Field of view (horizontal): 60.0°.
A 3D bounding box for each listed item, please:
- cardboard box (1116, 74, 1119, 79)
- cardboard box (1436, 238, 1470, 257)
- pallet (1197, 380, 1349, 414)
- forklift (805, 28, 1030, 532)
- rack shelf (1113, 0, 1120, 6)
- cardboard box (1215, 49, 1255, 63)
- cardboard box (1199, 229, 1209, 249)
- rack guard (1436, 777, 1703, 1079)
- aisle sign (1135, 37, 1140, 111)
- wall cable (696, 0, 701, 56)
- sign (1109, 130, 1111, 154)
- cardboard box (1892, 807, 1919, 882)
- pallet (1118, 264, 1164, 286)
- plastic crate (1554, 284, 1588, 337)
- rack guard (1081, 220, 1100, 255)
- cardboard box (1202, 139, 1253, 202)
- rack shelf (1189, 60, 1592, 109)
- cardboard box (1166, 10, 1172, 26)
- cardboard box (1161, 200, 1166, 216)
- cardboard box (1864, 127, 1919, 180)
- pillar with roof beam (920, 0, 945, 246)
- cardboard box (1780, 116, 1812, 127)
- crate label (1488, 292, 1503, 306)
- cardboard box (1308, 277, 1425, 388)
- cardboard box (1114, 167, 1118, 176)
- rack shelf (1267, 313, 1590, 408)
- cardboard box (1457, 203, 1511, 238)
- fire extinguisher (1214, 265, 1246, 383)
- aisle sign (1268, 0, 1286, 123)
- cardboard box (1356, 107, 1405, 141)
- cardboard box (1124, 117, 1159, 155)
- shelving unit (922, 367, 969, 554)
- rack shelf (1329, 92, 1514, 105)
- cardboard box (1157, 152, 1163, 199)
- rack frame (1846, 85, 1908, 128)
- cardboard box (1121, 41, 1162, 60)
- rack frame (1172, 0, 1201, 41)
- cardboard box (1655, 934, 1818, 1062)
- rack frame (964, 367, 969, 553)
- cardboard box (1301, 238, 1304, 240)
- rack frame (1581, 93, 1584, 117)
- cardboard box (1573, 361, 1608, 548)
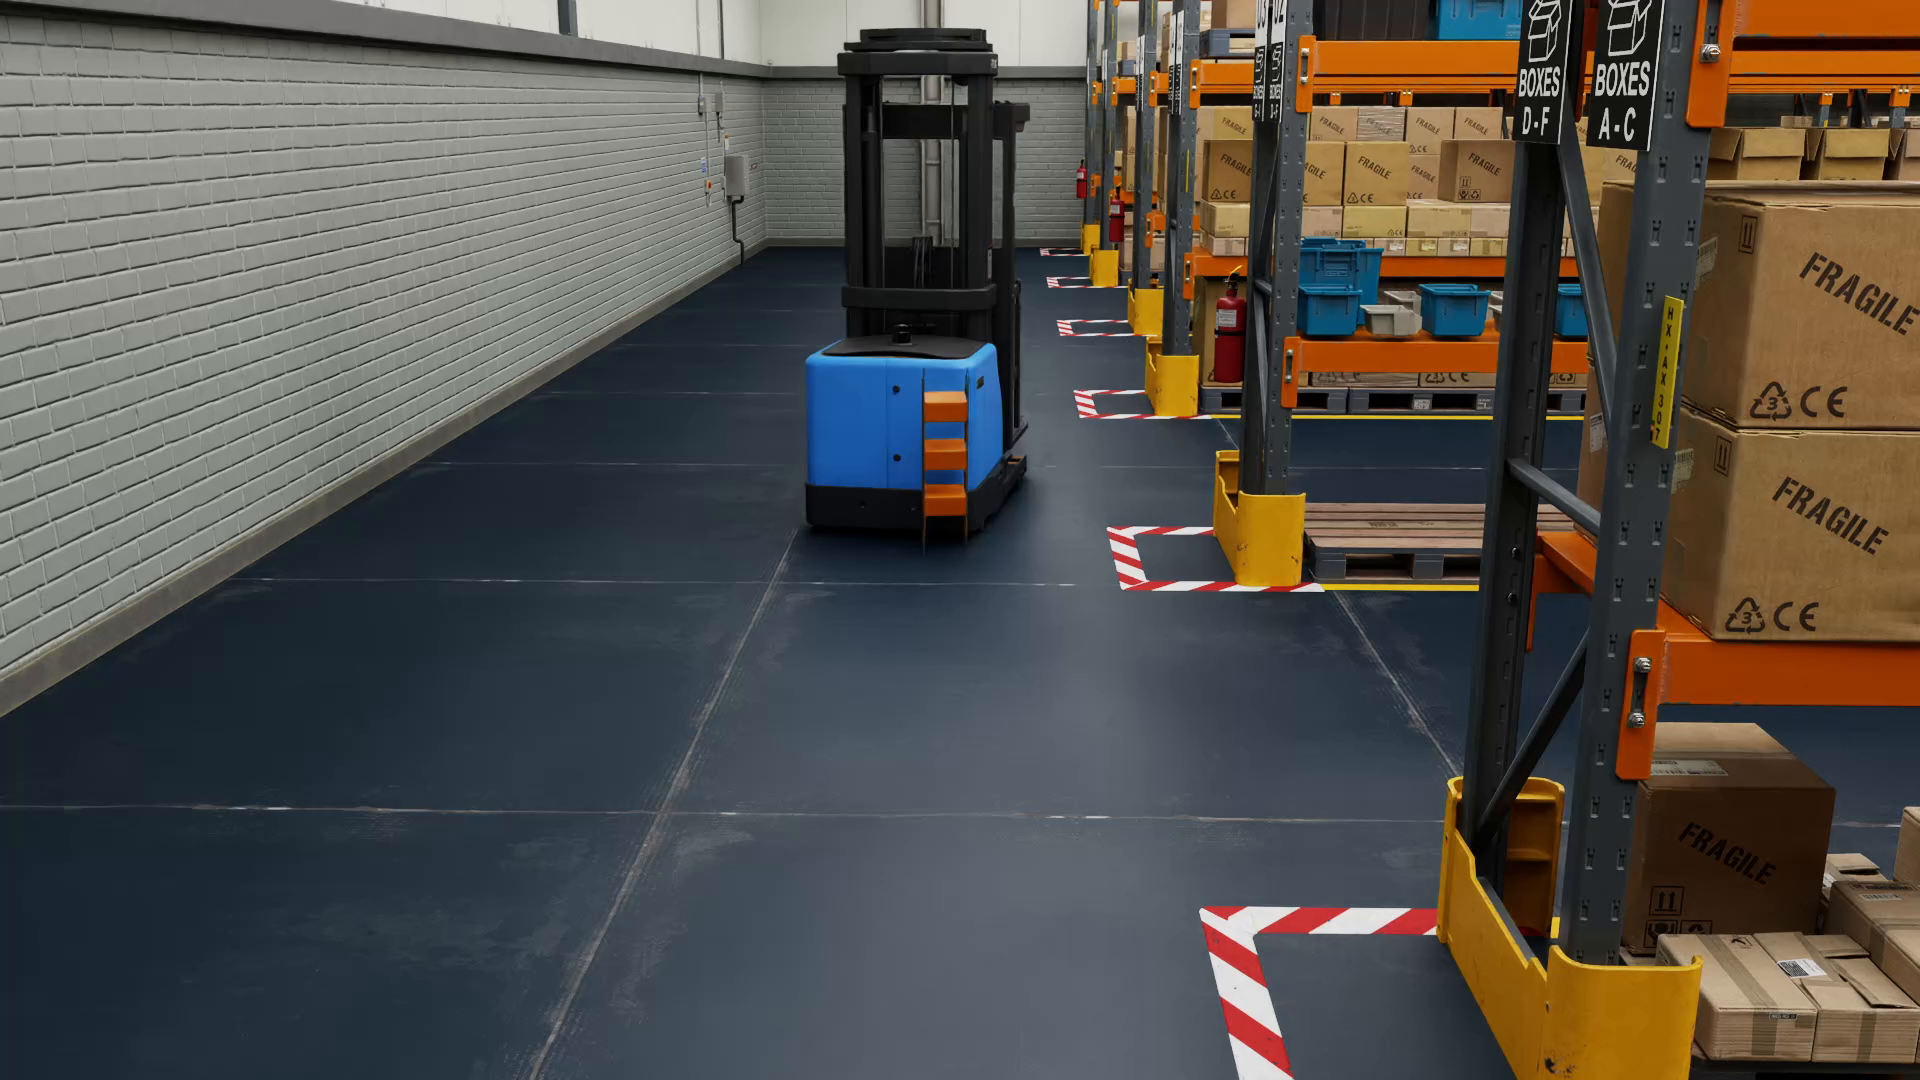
[{"bbox_3d":[2.513,-7.676,27.666,0.250,0.149,0.380,1,15,3],"label":"cardboard box"},{"bbox_3d":[3.971,-2.396,13.535,0.250,0.149,0.380,1,15,2],"label":"cardboard box"},{"bbox_3d":[2.626,-1.282,14.284,1.213,0.211,1.003,0,15,1],"label":"pallet"},{"bbox_3d":[-0.149,-1.794,10.895,1.130,2.935,3.031,3,15,10],"label":"forklift"},{"bbox_3d":[4.077,-7.489,22.780,4.000,0.370,1.077,0,15,1],"label":"rack shelf"},{"bbox_3d":[3.021,-5.185,18.025,0.500,0.250,0.500,1,15,3],"label":"cardboard box"},{"bbox_3d":[2.189,-2.575,14.214,0.250,0.149,0.380,1,15,2],"label":"cardboard box"},{"bbox_3d":[1.644,1.120,4.614,0.348,0.500,1.175,0,15,1],"label":"rack guard"},{"bbox_3d":[1.987,-5.213,18.625,0.004,0.787,0.394,0,15,1],"label":"aisle sign"},{"bbox_3d":[-3.616,-8.008,22.554,0.029,3.000,0.463,0,15,1],"label":"wall cable"},{"bbox_3d":[2.058,-5.458,22.795,0.005,0.325,0.100,0,15,1],"label":"sign"},{"bbox_3d":[3.067,0.982,4.764,0.500,0.250,0.500,0,15,1],"label":"cardboard box"},{"bbox_3d":[2.879,-3.809,23.863,1.213,0.211,1.003,0,15,1],"label":"pallet"},{"bbox_3d":[3.253,-1.206,8.742,0.300,0.233,0.416,0,15,1],"label":"plastic crate"},{"bbox_3d":[2.277,-5.199,28.566,0.348,0.500,1.175,0,15,1],"label":"rack guard"},{"bbox_3d":[2.318,-3.113,14.000,0.500,0.500,0.500,1,15,2],"label":"cardboard box"},{"bbox_3d":[3.824,-3.705,13.532,4.000,0.370,1.077,0,15,1],"label":"rack shelf"},{"bbox_3d":[2.370,-5.632,17.958,0.250,0.149,0.380,0,15,1],"label":"cardboard box"},{"bbox_3d":[2.368,-3.672,18.372,0.250,0.149,0.380,0,15,1],"label":"cardboard box"},{"bbox_3d":[7.770,-3.113,13.597,0.637,0.503,0.797,1,15,3],"label":"cardboard box"},{"bbox_3d":[-0.582,-8.459,24.261,0.400,9.000,9.100,0,15,1],"label":"pillar with roof beam"},{"bbox_3d":[11.718,-5.861,23.299,0.250,0.149,0.380,0,15,-1],"label":"cardboard box"},{"bbox_3d":[3.086,-1.293,9.261,0.243,0.136,0.396,0,15,1],"label":"crate label"},{"bbox_3d":[3.376,-1.801,14.129,0.875,0.875,0.875,0,15,1],"label":"cardboard box"},{"bbox_3d":[2.522,-6.215,28.008,0.250,0.149,0.380,0,15,1],"label":"cardboard box"},{"bbox_3d":[3.698,-0.991,9.127,4.000,0.370,1.077,0,15,1],"label":"rack shelf"},{"bbox_3d":[4.348,-2.602,13.535,0.500,0.250,0.500,1,15,3],"label":"cardboard box"},{"bbox_3d":[1.559,-1.251,9.585,0.183,0.674,0.296,0,15,1],"label":"fire extinguisher"},{"bbox_3d":[1.619,-2.534,8.468,0.004,0.787,0.394,0,15,1],"label":"aisle sign"},{"bbox_3d":[4.546,-4.472,18.171,0.500,0.500,0.500,1,15,3],"label":"cardboard box"},{"bbox_3d":[2.550,-5.599,23.024,0.500,0.500,0.500,0,15,0],"label":"cardboard box"},{"bbox_3d":[-0.086,-0.443,9.415,0.252,1.050,0.215,-1,23,-3],"label":"shelving unit"},{"bbox_3d":[8.199,-7.472,27.810,4.000,0.370,1.077,0,15,1],"label":"rack shelf"},{"bbox_3d":[2.508,-4.134,18.851,0.500,0.500,0.500,1,15,3],"label":"cardboard box"},{"bbox_3d":[10.050,-3.827,18.467,0.127,3.000,1.000,0,15,1],"label":"rack frame"},{"bbox_3d":[2.530,-6.792,23.098,0.500,0.250,0.500,-1,15,-4],"label":"cardboard box"},{"bbox_3d":[1.825,-5.516,13.107,0.127,3.000,1.000,0,15,1],"label":"rack frame"},{"bbox_3d":[1.978,1.167,4.262,0.250,0.149,0.380,0,15,1],"label":"cardboard box"},{"bbox_3d":[0.036,-0.445,9.421,0.008,1.050,0.200,-1,23,-3],"label":"rack frame"},{"bbox_3d":[2.684,-2.404,13.566,0.250,0.149,0.380,0,15,0],"label":"cardboard box"},{"bbox_3d":[10.198,-6.356,28.052,0.127,3.000,1.000,0,15,1],"label":"rack frame"},{"bbox_3d":[2.023,-0.204,4.536,0.500,0.500,0.500,1,15,3],"label":"cardboard box"}]
